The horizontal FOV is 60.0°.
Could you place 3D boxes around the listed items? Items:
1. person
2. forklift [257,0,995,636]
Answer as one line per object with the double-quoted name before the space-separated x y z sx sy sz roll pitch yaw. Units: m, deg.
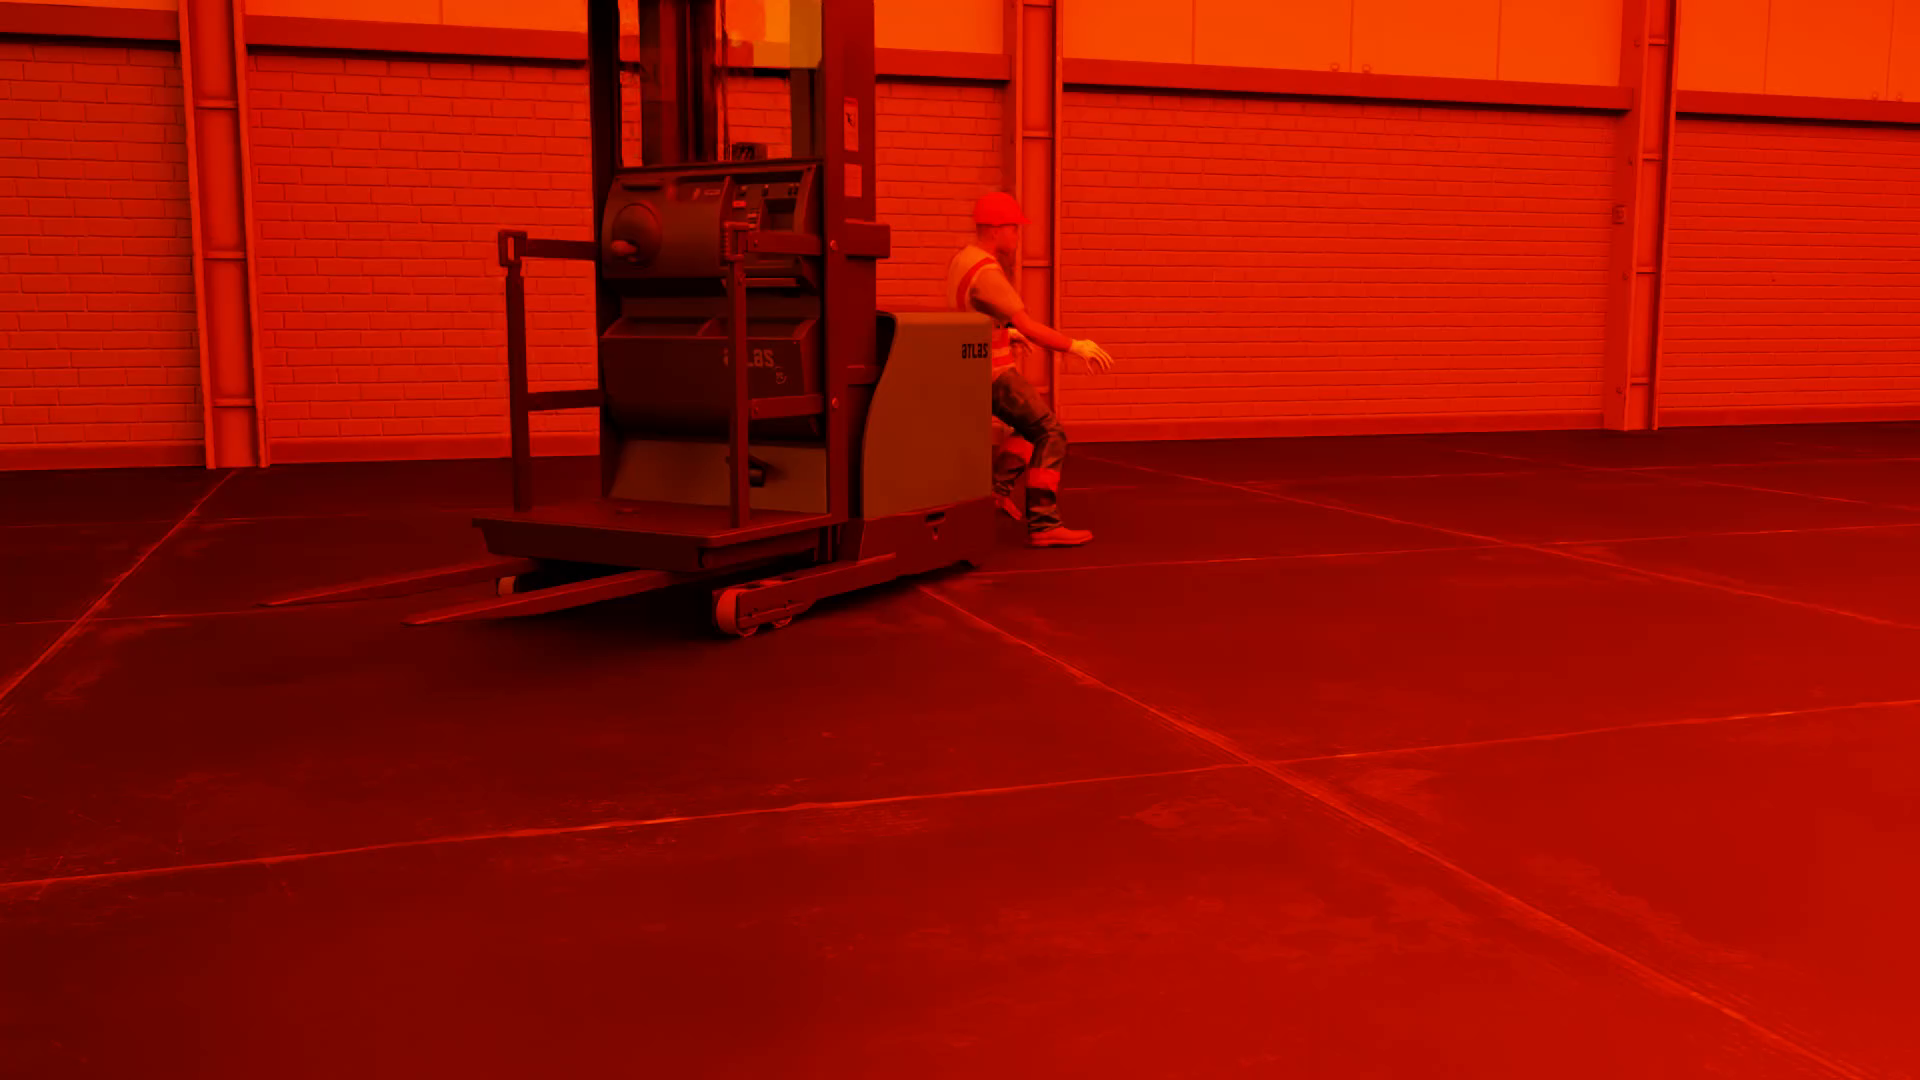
"person" 0.286 -0.818 7.930 0.691 1.627 0.874 -2 8 -13
"forklift" -1.026 -1.199 5.864 1.130 2.935 3.031 4 9 30
